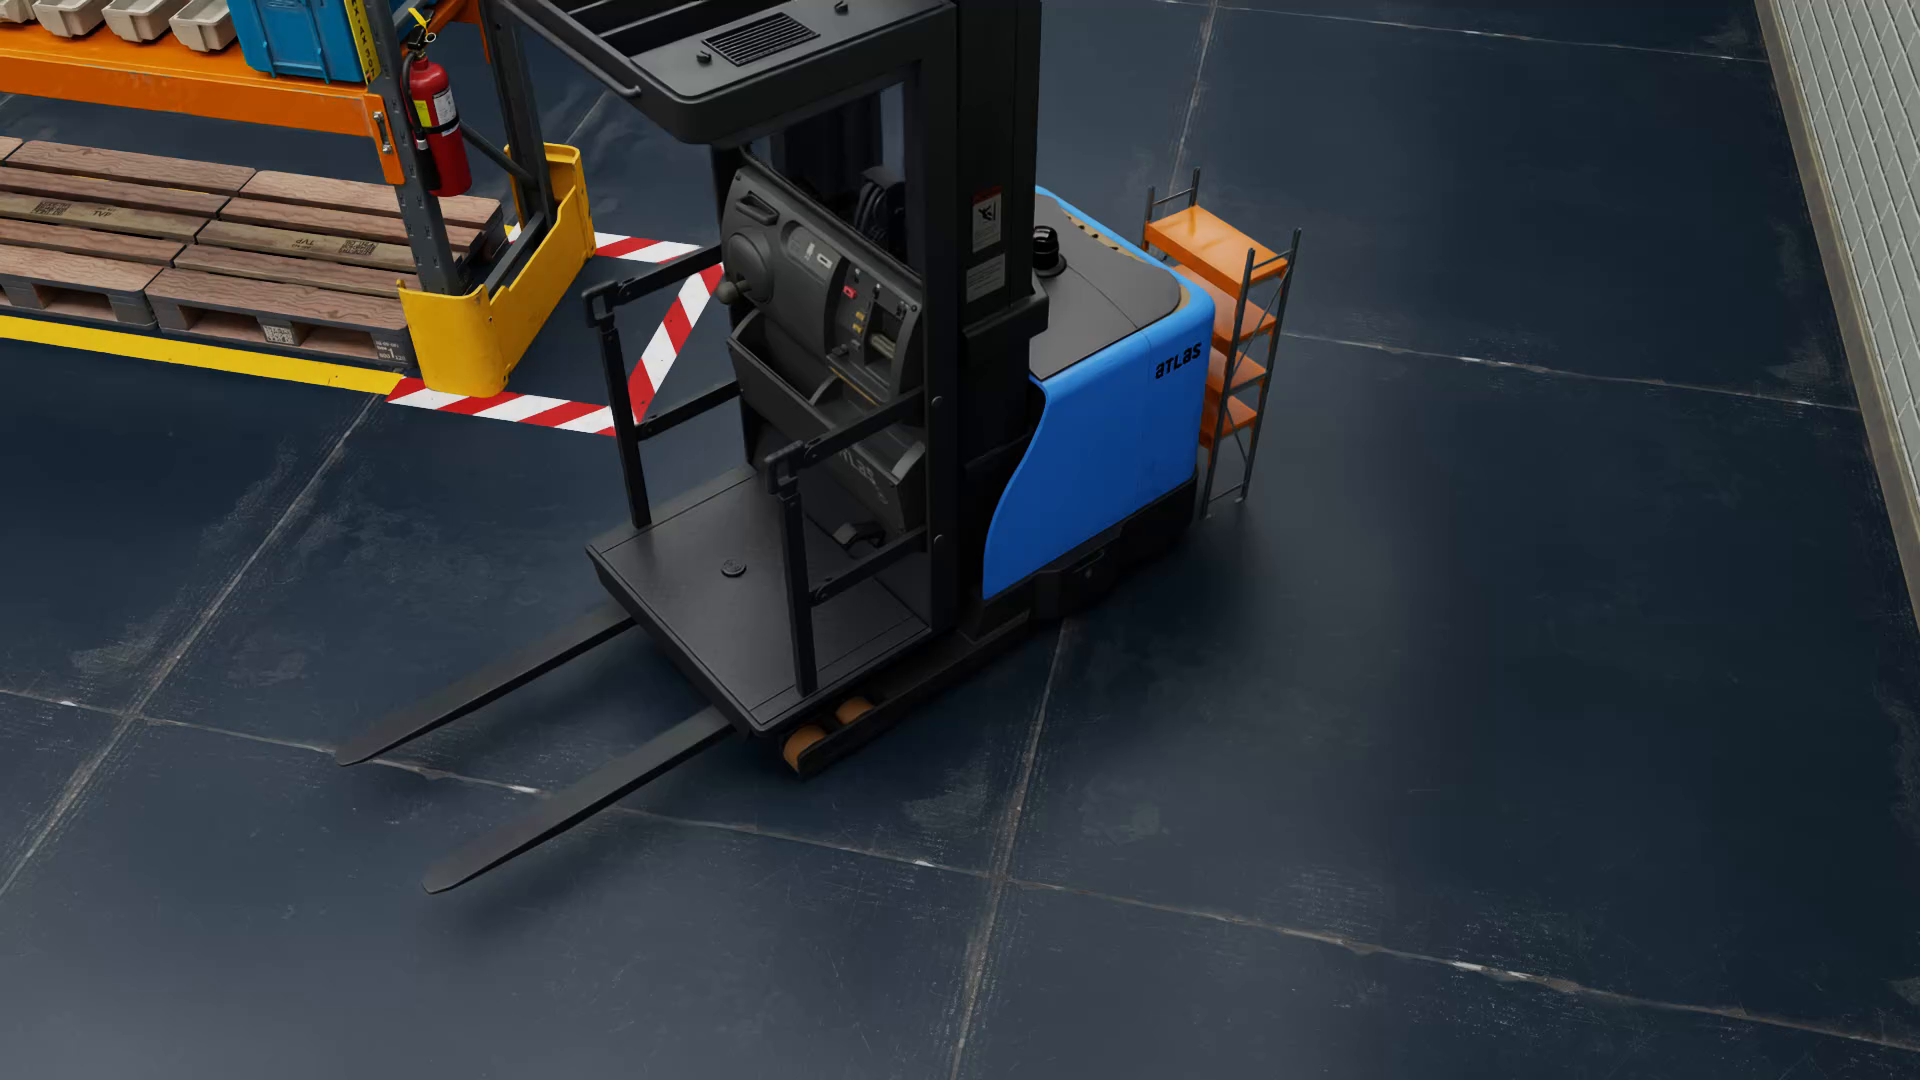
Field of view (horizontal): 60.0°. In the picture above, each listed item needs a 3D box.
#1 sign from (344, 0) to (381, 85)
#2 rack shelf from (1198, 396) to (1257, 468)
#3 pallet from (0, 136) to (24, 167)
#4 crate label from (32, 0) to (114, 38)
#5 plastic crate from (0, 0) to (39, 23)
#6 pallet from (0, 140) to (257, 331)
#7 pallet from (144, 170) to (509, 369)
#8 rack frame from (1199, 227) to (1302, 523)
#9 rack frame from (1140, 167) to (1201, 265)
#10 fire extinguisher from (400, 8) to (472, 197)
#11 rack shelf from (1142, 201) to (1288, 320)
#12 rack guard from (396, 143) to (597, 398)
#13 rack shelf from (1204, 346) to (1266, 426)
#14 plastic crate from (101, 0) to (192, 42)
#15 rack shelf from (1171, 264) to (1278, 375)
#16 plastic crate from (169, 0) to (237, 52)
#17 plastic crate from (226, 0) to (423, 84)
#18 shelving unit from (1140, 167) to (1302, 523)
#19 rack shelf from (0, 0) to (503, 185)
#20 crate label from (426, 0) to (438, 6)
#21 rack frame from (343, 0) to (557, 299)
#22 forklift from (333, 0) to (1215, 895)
[{"bbox_3d":[-2.081,-1.757,5.795,0.005,0.325,0.100,9,45,9],"label":"sign"},{"bbox_3d":[0.869,-0.498,6.276,0.258,0.148,0.480,-26,50,-28],"label":"rack shelf"},{"bbox_3d":[-5.154,-1.589,7.749,1.213,0.211,1.003,9,45,9],"label":"pallet"},{"bbox_3d":[-3.369,-2.080,6.395,0.243,0.136,0.396,9,45,9],"label":"crate label"},{"bbox_3d":[-3.662,-2.112,6.429,0.250,0.136,0.298,9,45,9],"label":"plastic crate"},{"bbox_3d":[-3.960,-1.406,7.558,1.213,0.211,1.003,9,45,9],"label":"pallet"},{"bbox_3d":[-2.773,-1.220,7.365,1.213,0.211,1.003,9,45,9],"label":"pallet"},{"bbox_3d":[1.029,-0.561,5.959,0.240,1.200,0.015,-26,50,-28],"label":"rack frame"},{"bbox_3d":[0.730,-0.829,6.236,0.240,1.200,0.015,-26,50,-28],"label":"rack frame"},{"bbox_3d":[-1.929,-1.581,6.054,0.183,0.674,0.296,9,45,9],"label":"fire extinguisher"},{"bbox_3d":[0.896,-0.986,5.834,0.258,0.148,0.480,-26,50,-28],"label":"rack shelf"},{"bbox_3d":[-1.950,-1.178,7.113,0.348,0.500,1.175,9,45,9],"label":"rack guard"},{"bbox_3d":[0.877,-0.645,6.143,0.258,0.148,0.480,-26,50,-28],"label":"rack shelf"},{"bbox_3d":[-3.092,-2.054,6.368,0.243,0.136,0.396,9,45,9],"label":"plastic crate"},{"bbox_3d":[0.886,-0.811,5.993,0.258,0.148,0.480,-26,50,-28],"label":"rack shelf"},{"bbox_3d":[-2.812,-2.001,6.313,0.243,0.136,0.396,9,45,9],"label":"plastic crate"},{"bbox_3d":[-2.344,-2.032,6.129,0.499,0.435,0.616,9,45,9],"label":"plastic crate"},{"bbox_3d":[0.880,-0.695,6.098,0.258,1.200,0.503,-26,50,-28],"label":"shelving unit"},{"bbox_3d":[-3.928,-2.117,6.805,4.000,0.370,1.077,9,45,9],"label":"rack shelf"},{"bbox_3d":[-2.146,-2.295,6.549,0.303,0.233,0.416,9,45,9],"label":"crate label"},{"bbox_3d":[-1.977,-2.073,6.241,0.127,3.000,1.000,9,45,9],"label":"rack frame"},{"bbox_3d":[-0.589,-0.704,4.868,3.031,2.935,1.130,-30,51,-27],"label":"forklift"}]
